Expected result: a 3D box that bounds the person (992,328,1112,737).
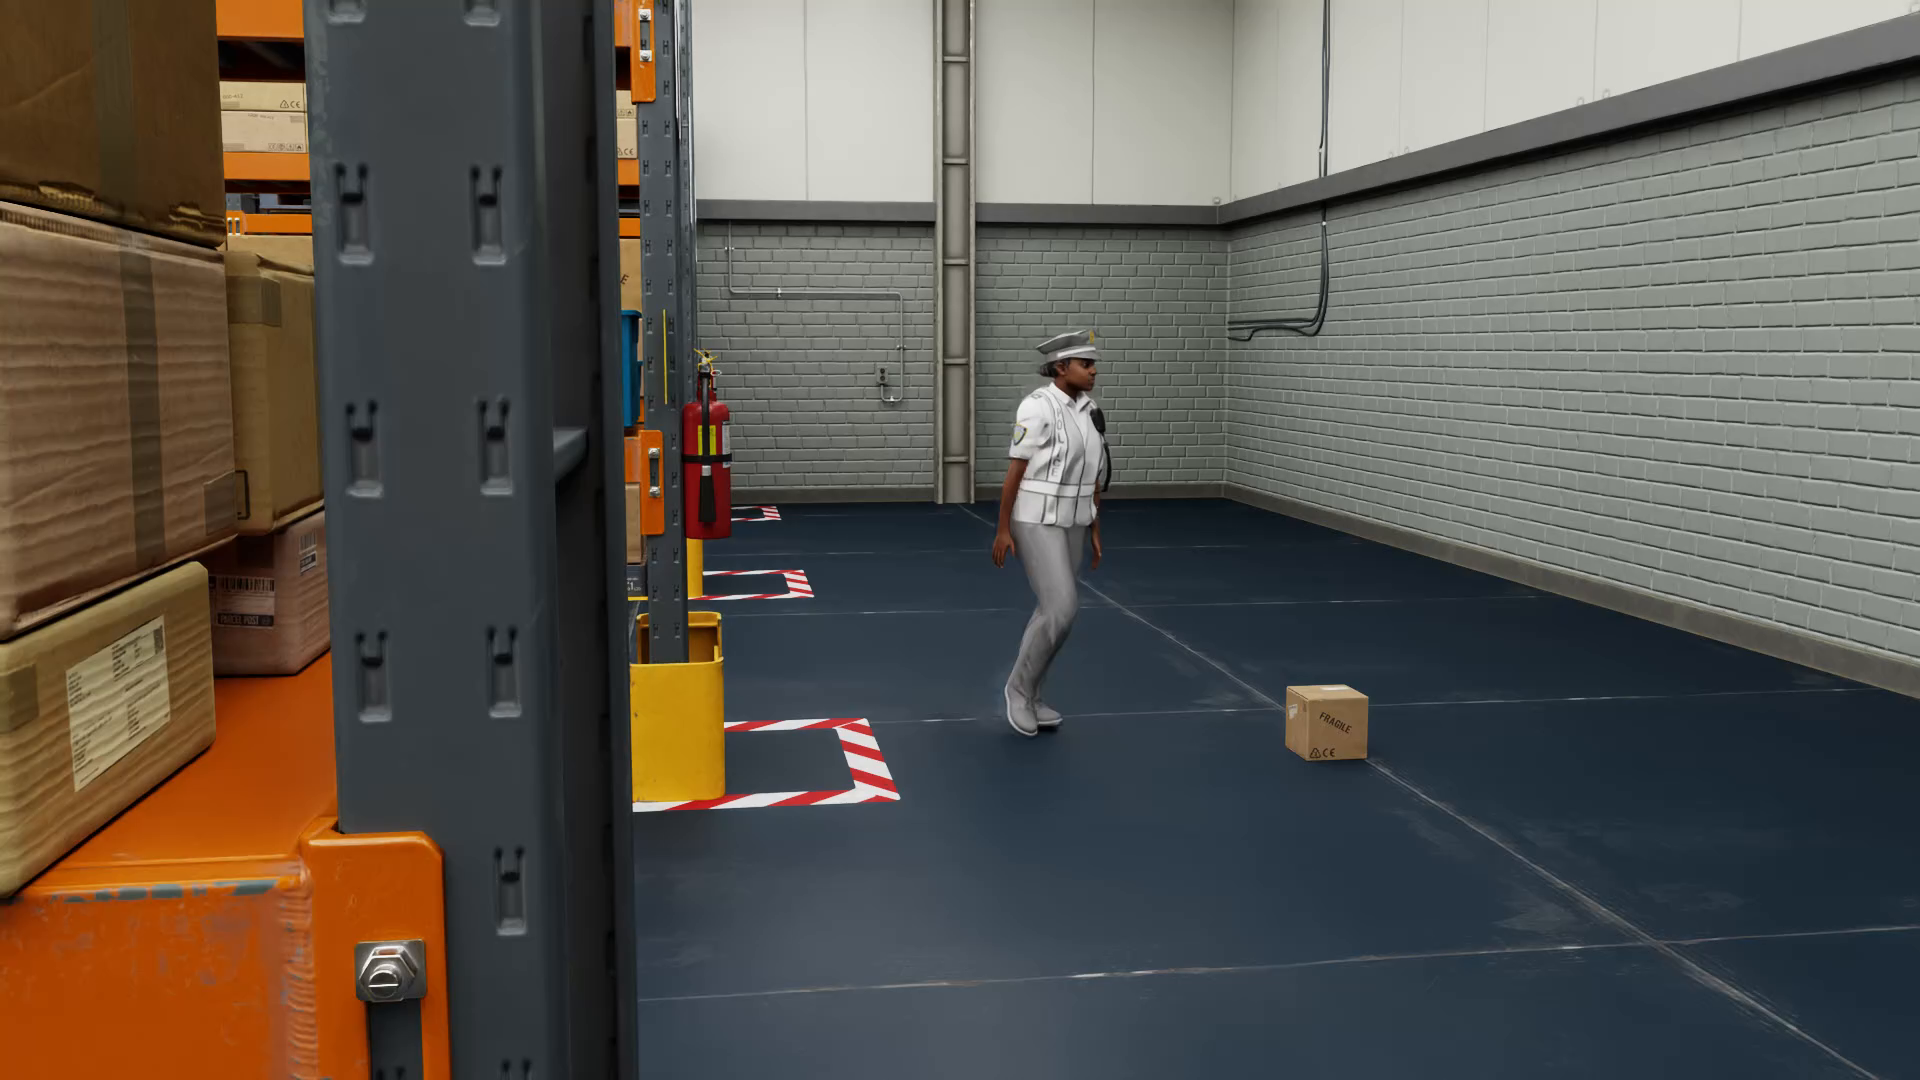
[{"bbox_3d":[0.386,-0.043,6.951,0.487,1.673,0.515,6,9,43],"label":"person"}]
